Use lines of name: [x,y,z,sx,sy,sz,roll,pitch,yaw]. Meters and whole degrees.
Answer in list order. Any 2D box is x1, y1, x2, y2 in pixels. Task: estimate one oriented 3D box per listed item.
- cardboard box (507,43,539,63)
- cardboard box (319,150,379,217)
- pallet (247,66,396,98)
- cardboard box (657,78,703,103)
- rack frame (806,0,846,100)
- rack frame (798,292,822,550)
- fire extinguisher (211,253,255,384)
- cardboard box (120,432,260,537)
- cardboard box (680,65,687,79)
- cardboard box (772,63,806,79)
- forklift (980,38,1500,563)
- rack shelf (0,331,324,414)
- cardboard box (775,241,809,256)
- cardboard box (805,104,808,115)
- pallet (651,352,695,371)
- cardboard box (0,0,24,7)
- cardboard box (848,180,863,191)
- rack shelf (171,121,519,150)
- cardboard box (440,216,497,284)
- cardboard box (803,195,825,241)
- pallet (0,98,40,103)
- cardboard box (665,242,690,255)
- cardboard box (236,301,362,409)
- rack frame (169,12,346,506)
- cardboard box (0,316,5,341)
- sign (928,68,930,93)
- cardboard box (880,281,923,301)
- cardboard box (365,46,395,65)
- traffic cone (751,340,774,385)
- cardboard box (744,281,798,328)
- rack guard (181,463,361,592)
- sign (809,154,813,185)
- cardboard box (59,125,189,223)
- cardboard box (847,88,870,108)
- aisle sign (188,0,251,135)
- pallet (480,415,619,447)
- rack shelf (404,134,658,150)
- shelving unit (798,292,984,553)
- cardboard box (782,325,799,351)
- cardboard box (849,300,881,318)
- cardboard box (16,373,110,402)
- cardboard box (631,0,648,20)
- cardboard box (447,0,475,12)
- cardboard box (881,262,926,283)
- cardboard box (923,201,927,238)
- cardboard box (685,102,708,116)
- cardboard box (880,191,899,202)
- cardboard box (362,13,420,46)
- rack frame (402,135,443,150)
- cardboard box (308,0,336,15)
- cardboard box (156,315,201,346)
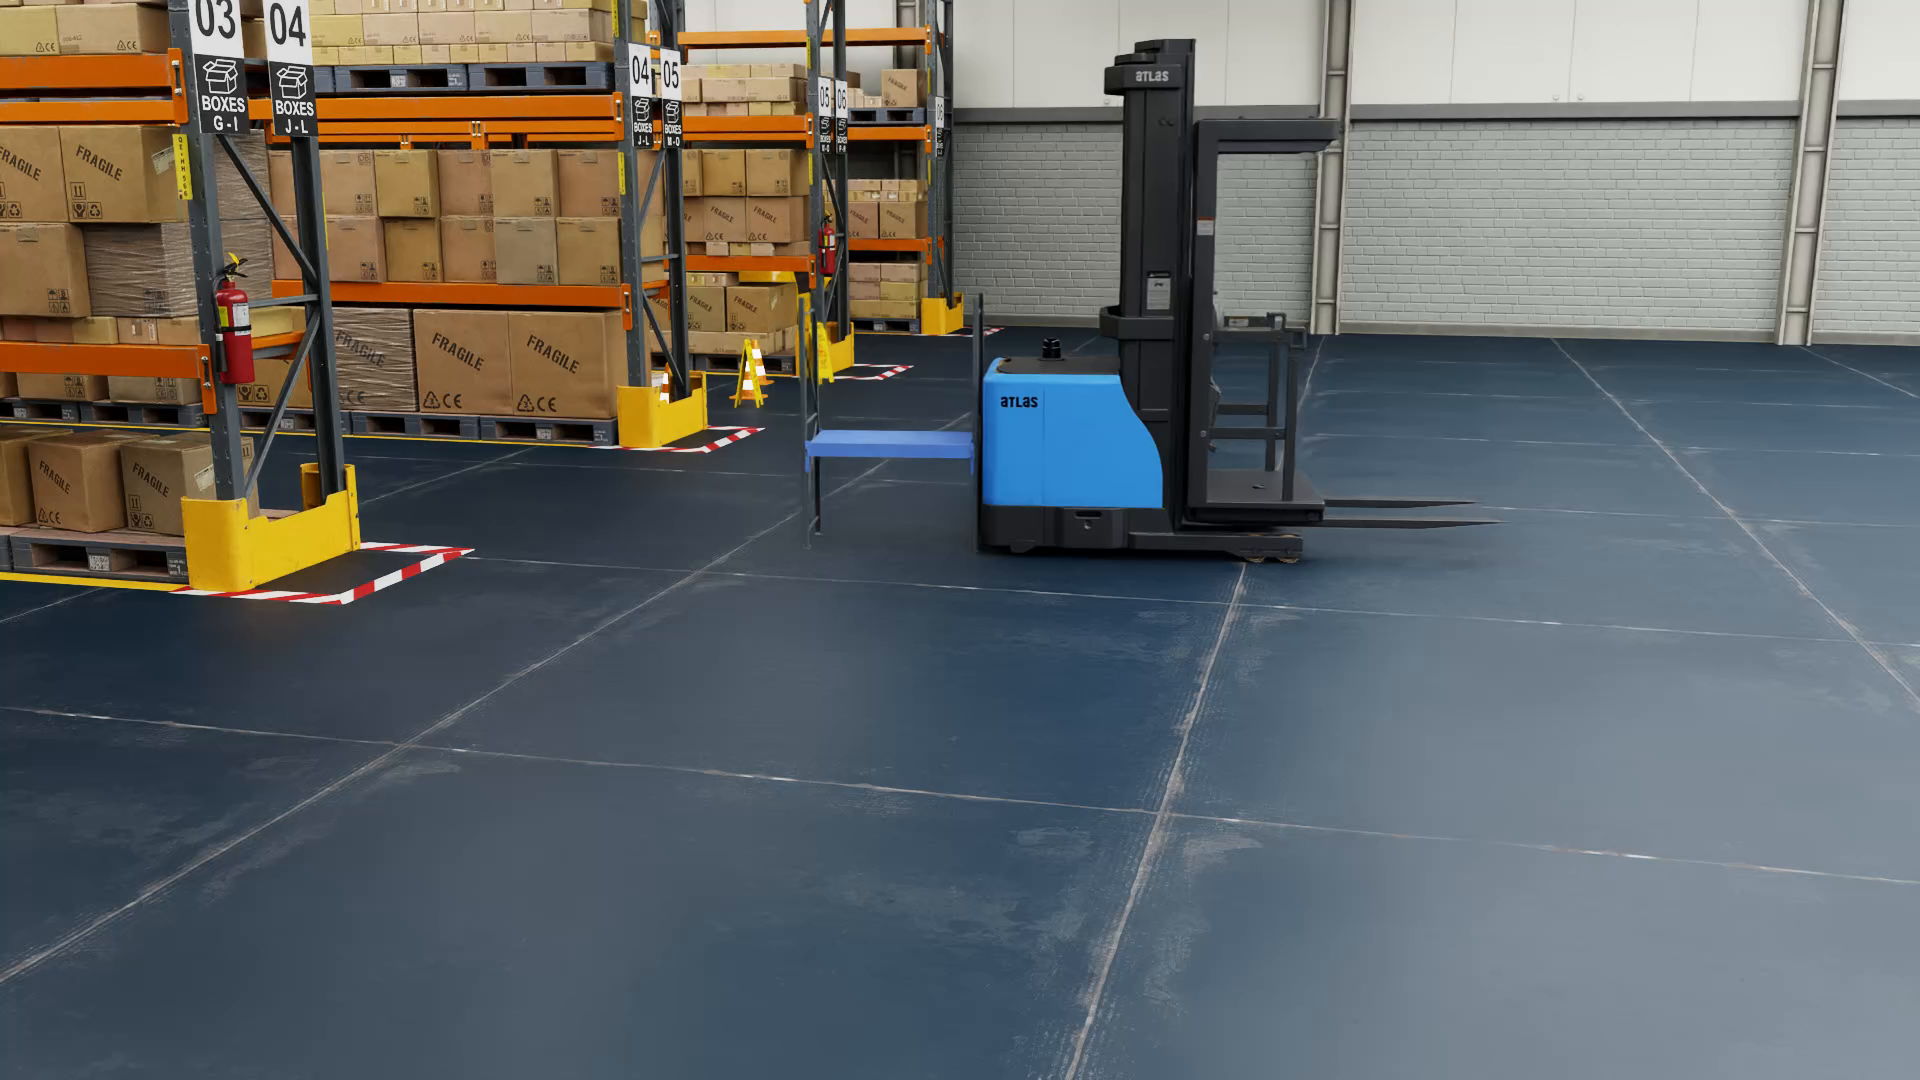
cardboard box: [-3.441,-3.913,13.399,0.250,0.149,0.380,3,13,14]
cardboard box: [-5.023,-3.065,14.285,0.550,0.550,0.875,3,13,14]
pallet: [-5.635,-3.929,14.296,1.213,0.211,1.003,3,13,14]
cardboard box: [-3.009,-4.949,18.351,0.500,0.250,0.500,3,13,15]
rack frame: [-1.455,-6.320,17.942,0.127,3.000,1.000,3,13,14]
rack frame: [-0.904,-0.725,10.041,0.032,1.500,0.500,1,13,4]
fire extinguisher: [-3.829,-1.166,8.744,0.183,0.674,0.296,3,13,14]
cardboard box: [-4.432,-0.328,9.586,0.500,0.500,0.500,6,14,24]
cardboard box: [-3.065,-5.166,18.405,0.250,0.149,0.380,3,13,12]
cardboard box: [-1.854,-5.077,18.007,0.250,0.149,0.380,3,13,14]
forklift: [1.663,-1.416,9.849,3.031,2.935,1.130,1,13,4]
rack shelf: [-5.771,-1.060,9.745,4.000,0.370,1.077,3,13,14]
cardboard box: [-1.869,-3.243,18.504,0.250,0.149,0.380,4,13,15]
cardboard box: [-1.699,-4.818,18.680,0.250,0.149,0.380,3,13,14]
pallet: [-3.490,-2.147,19.423,1.213,0.211,1.003,3,13,14]
cardboard box: [-4.940,-2.879,8.785,0.250,0.149,0.380,3,13,14]
cardboard box: [-1.399,-4.963,23.261,0.250,0.149,0.380,3,13,14]
rack shelf: [-7.280,-4.815,19.749,4.000,0.370,1.077,3,13,14]
cardboard box: [-3.967,-2.507,14.262,0.550,0.550,0.875,3,13,14]
cardboard box: [-1.848,-3.668,18.923,0.500,0.500,0.500,3,13,13]
pallet: [-8.586,-4.052,15.085,1.213,0.211,1.003,4,13,16]
cardboard box: [-3.128,-3.294,18.737,0.250,0.149,0.380,3,13,13]
cardboard box: [-5.833,-1.673,14.784,0.875,0.875,0.875,3,13,14]
rack frame: [-3.829,-1.307,9.199,0.127,3.000,1.000,3,13,14]
cardboard box: [-5.373,-1.217,9.374,0.250,0.149,0.380,3,13,14]
sign: [-0.413,-6.180,22.375,0.005,0.325,0.100,3,13,14]
cardboard box: [-0.817,-3.501,23.314,0.500,0.250,0.500,3,13,13]
cardboard box: [-4.678,-3.979,13.695,0.250,0.149,0.380,3,13,14]
traffic cone: [-2.182,-1.903,17.745,0.334,0.463,0.336,3,13,14]
cardboard box: [-2.195,-2.721,19.219,0.500,0.500,0.500,3,13,12]
rack guard: [-3.903,-0.091,9.488,0.348,0.500,1.175,3,13,14]
sign: [-1.607,-3.995,17.911,0.005,0.325,0.100,3,13,14]
cardboard box: [-4.423,-1.966,8.942,0.500,0.500,0.500,3,13,14]
cardboard box: [-1.393,-6.080,22.896,0.258,0.266,0.396,3,13,14]
aisle sign: [-3.841,-2.510,8.619,0.004,0.787,0.394,3,13,14]
pallet: [-3.338,-1.008,14.292,1.213,0.211,1.003,3,13,14]
rack shelf: [-6.095,-5.859,24.454,4.000,0.370,1.077,3,13,14]
shelving unit: [-0.397,-0.717,10.002,1.048,1.500,0.538,1,13,4]
cardboard box: [-2.172,-2.354,19.295,0.500,0.250,0.500,3,13,13]
cardboard box: [-1.282,-3.283,23.486,0.500,0.250,0.500,3,13,14]
cardboard box: [-7.986,-1.723,15.300,0.750,0.750,1.050,3,13,14]
cardboard box: [-2.791,-4.414,13.816,0.250,0.149,0.380,3,13,14]
cardboard box: [-3.936,-4.329,13.432,0.250,0.149,0.380,3,13,14]
cardboard box: [-0.791,-3.744,23.254,0.500,0.250,0.500,4,13,15]
cardboard box: [-0.684,-4.568,23.666,0.500,0.500,0.500,3,13,15]
cardboard box: [-2.851,-4.749,18.370,0.250,0.149,0.380,3,13,13]
cardboard box: [-0.928,-4.766,23.064,0.250,0.149,0.380,3,13,14]
cardboard box: [-4.547,-4.180,13.684,0.500,0.250,0.500,3,13,14]
rack frame: [-8.036,-4.850,25.169,0.127,3.000,1.000,3,13,14]
cardboard box: [-5.164,-4.394,13.728,0.250,0.149,0.380,3,13,14]
cardboard box: [-4.156,-1.156,9.098,0.250,0.149,0.380,3,13,14]
